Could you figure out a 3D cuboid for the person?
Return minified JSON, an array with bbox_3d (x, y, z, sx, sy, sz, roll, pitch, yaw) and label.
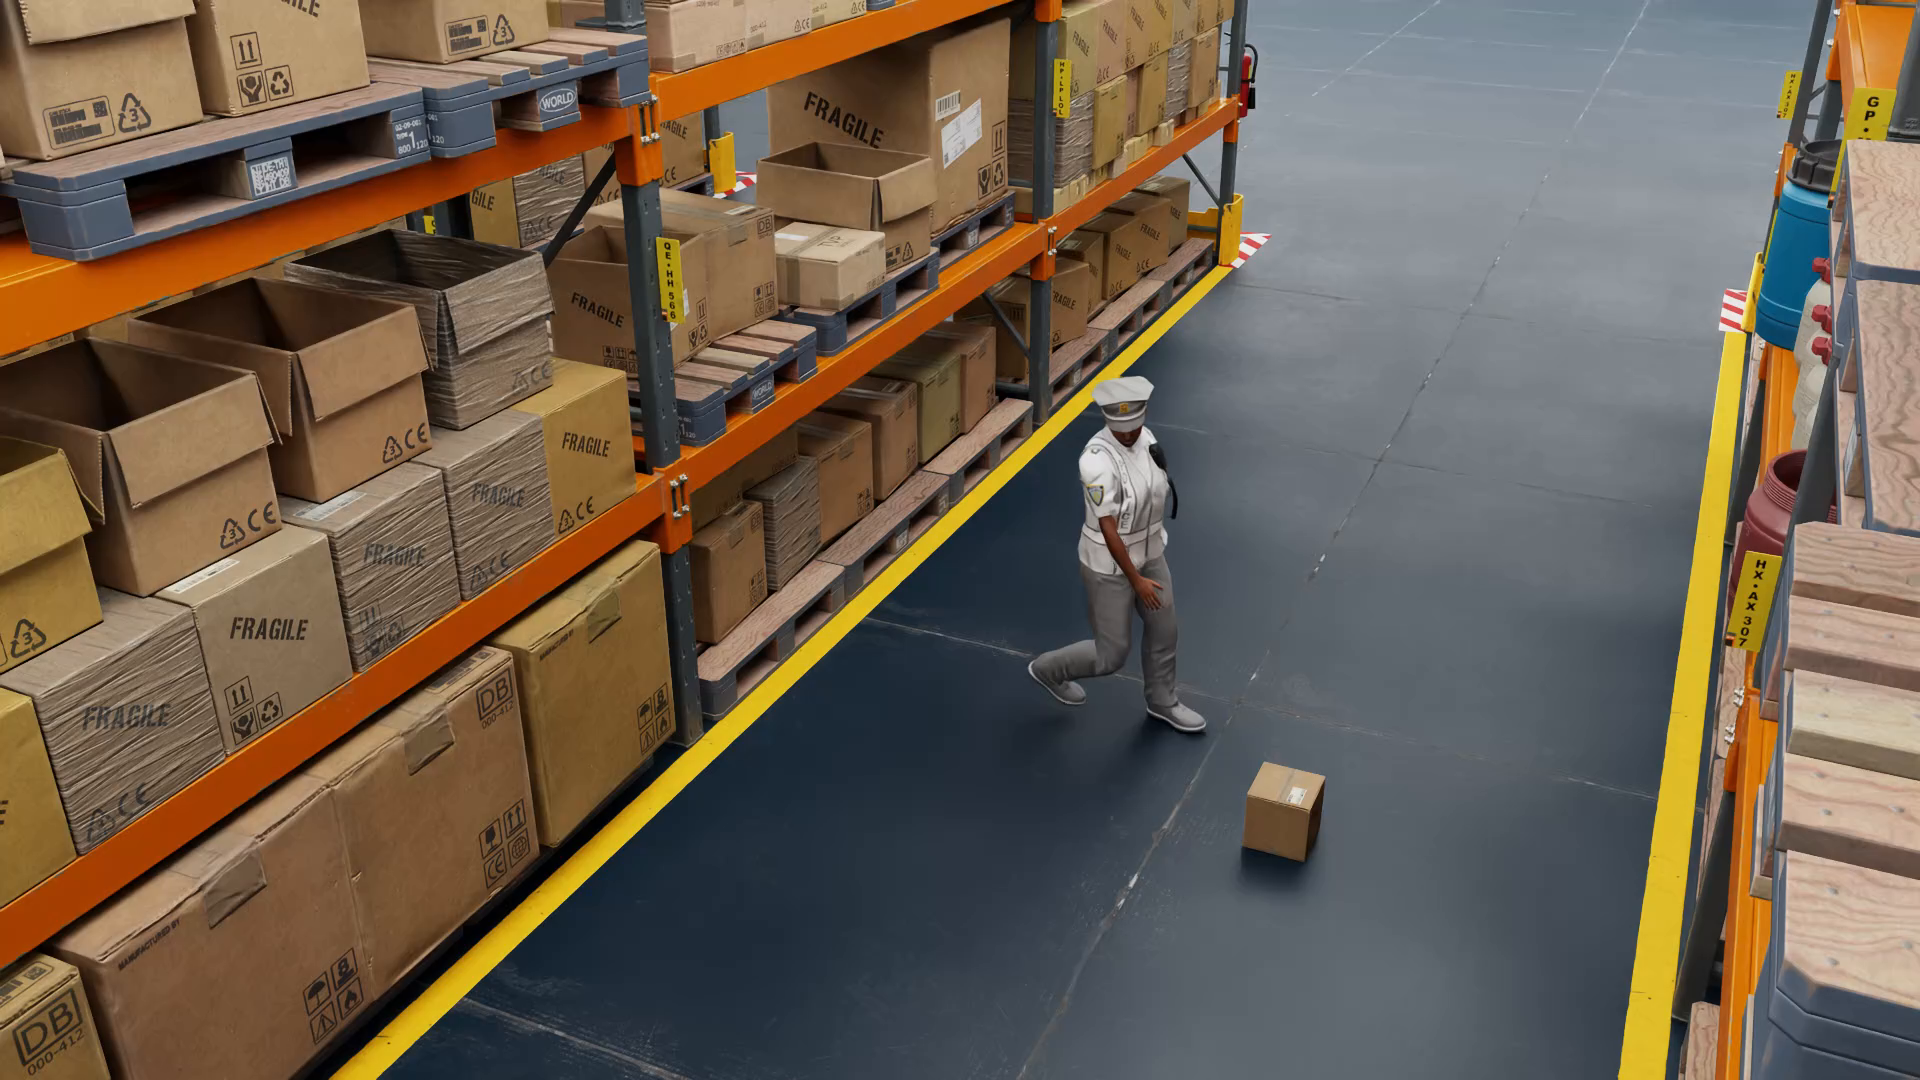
[{"bbox_3d":[0.680,0.071,6.972,0.686,1.631,0.519,23,34,38],"label":"person"}]
